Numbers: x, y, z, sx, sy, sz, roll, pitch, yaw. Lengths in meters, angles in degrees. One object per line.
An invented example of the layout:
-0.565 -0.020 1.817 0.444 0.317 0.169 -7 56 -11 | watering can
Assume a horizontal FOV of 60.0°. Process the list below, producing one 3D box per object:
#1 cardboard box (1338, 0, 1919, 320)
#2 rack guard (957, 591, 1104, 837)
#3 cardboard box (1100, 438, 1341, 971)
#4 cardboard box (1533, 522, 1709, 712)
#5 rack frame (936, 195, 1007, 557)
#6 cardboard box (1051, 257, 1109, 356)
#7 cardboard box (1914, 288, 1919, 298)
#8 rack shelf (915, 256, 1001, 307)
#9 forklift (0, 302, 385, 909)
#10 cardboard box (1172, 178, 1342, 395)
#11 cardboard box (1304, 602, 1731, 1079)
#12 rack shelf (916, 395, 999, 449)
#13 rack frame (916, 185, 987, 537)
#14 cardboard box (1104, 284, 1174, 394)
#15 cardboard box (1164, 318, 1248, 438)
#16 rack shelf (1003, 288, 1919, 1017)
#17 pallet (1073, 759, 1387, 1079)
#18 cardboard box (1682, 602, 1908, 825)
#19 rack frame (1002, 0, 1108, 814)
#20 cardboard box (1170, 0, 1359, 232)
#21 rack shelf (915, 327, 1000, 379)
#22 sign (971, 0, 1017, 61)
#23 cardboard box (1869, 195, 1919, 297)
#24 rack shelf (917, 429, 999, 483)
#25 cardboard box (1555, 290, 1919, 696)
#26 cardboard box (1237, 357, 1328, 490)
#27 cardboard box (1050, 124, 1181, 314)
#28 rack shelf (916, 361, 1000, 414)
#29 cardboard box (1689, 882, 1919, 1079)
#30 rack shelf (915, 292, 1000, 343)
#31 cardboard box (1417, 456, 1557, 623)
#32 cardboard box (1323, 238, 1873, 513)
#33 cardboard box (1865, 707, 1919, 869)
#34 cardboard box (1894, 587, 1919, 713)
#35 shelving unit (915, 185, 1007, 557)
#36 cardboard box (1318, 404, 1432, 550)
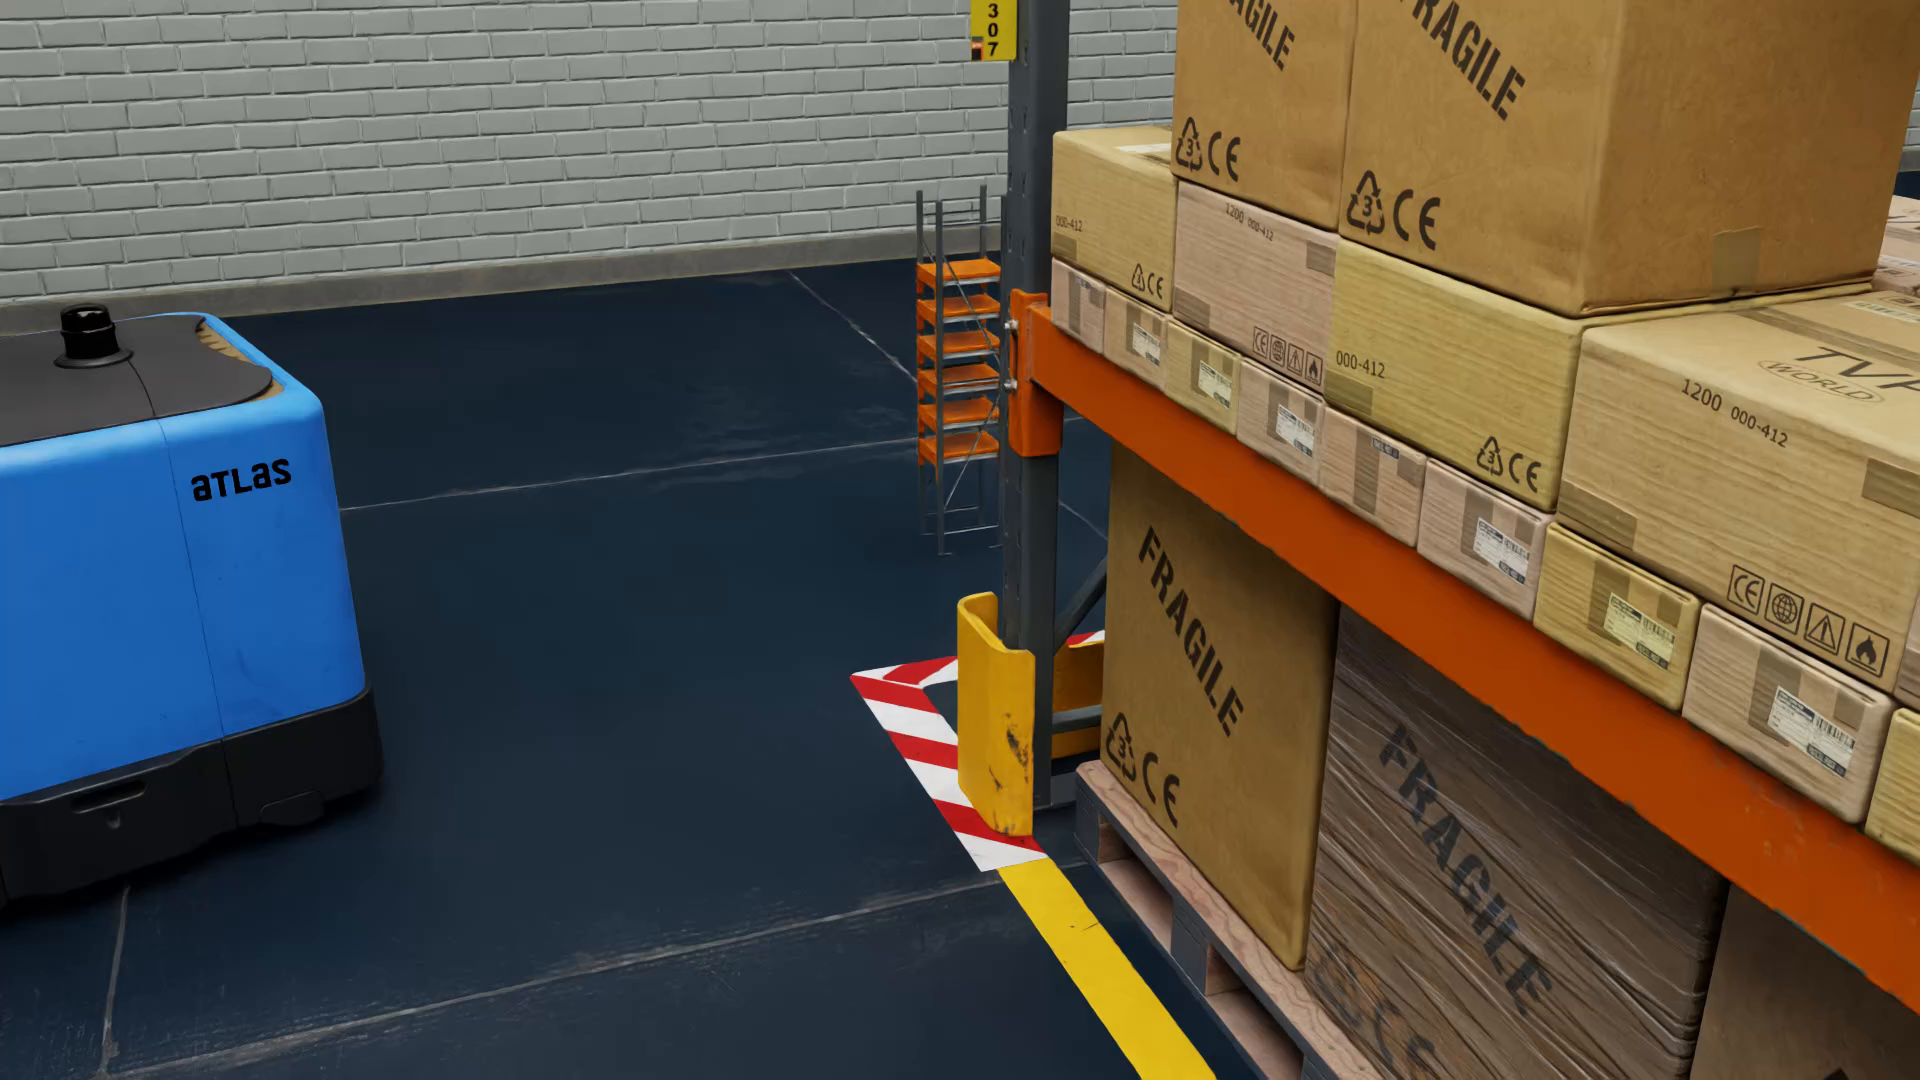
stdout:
0.873 -0.619 2.202 0.500 0.500 0.500 -9 24 -20 | cardboard box
0.582 0.357 4.260 1.175 0.500 0.348 -8 24 -19 | rack guard
0.892 0.221 3.559 0.875 0.875 0.875 -8 24 -19 | cardboard box
0.952 0.062 2.064 0.380 0.149 0.250 -9 24 -20 | cardboard box
0.037 -0.514 5.426 0.240 1.200 0.006 -8 24 -19 | rack frame
0.407 -0.496 3.389 0.380 0.149 0.250 -8 24 -18 | cardboard box
1.557 -0.157 2.070 0.500 0.250 0.500 -8 24 -19 | cardboard box
0.005 -0.838 5.382 0.258 0.103 0.180 -8 24 -19 | rack shelf
-2.931 -0.498 3.158 3.031 2.935 1.130 -16 28 -34 | forklift
0.698 -0.455 2.778 0.500 0.250 0.500 -9 24 -20 | cardboard box
1.213 0.551 2.775 0.875 0.875 0.875 -8 24 -19 | cardboard box
0.005 -0.396 5.568 0.258 0.103 0.180 -8 24 -19 | rack shelf
-0.027 -0.581 5.583 0.240 1.200 0.006 -8 24 -19 | rack frame
0.499 -0.403 3.169 0.380 0.149 0.250 -9 24 -20 | cardboard box
0.590 -0.310 2.948 0.380 0.149 0.250 -9 24 -20 | cardboard box
1.297 0.272 2.169 1.077 0.370 4.000 -8 24 -19 | rack shelf
0.946 0.778 3.632 1.003 0.211 1.213 -8 24 -19 | pallet
1.046 0.157 1.838 0.380 0.149 0.250 -8 24 -18 | cardboard box
0.591 -0.786 3.754 1.000 3.000 0.127 -8 24 -19 | rack frame
0.684 -0.807 2.647 0.500 0.500 0.500 -9 24 -20 | cardboard box
0.005 -0.617 5.475 0.258 0.103 0.180 -8 24 -19 | rack shelf
0.069 -1.148 3.395 0.100 0.325 0.005 -8 24 -19 | sign
1.369 -0.345 2.518 0.500 0.250 0.500 -9 25 -21 | cardboard box
0.005 -0.286 5.615 0.258 0.103 0.180 -8 24 -19 | rack shelf
1.061 -0.083 1.895 0.500 0.250 0.500 -9 24 -20 | cardboard box
0.683 -0.216 2.723 0.380 0.149 0.250 -9 24 -20 | cardboard box
0.508 -0.643 3.224 0.500 0.250 0.500 -9 24 -20 | cardboard box
0.005 -0.507 5.522 0.258 0.103 0.180 -8 24 -19 | rack shelf
1.528 0.875 2.008 0.875 0.875 0.875 -8 24 -19 | cardboard box
0.005 -0.728 5.429 0.258 0.103 0.180 -8 24 -19 | rack shelf
0.864 -0.030 2.282 0.380 0.149 0.250 -9 24 -20 | cardboard box
0.872 -0.272 2.343 0.500 0.250 0.500 -9 25 -21 | cardboard box
1.135 0.250 1.618 0.380 0.149 0.250 -9 24 -20 | cardboard box
1.237 0.101 1.457 0.500 0.250 0.500 -8 24 -18 | cardboard box
0.005 -0.548 5.504 0.258 1.200 0.189 -8 24 -19 | shelving unit
0.772 -0.123 2.504 0.380 0.149 0.250 -9 24 -20 | cardboard box
